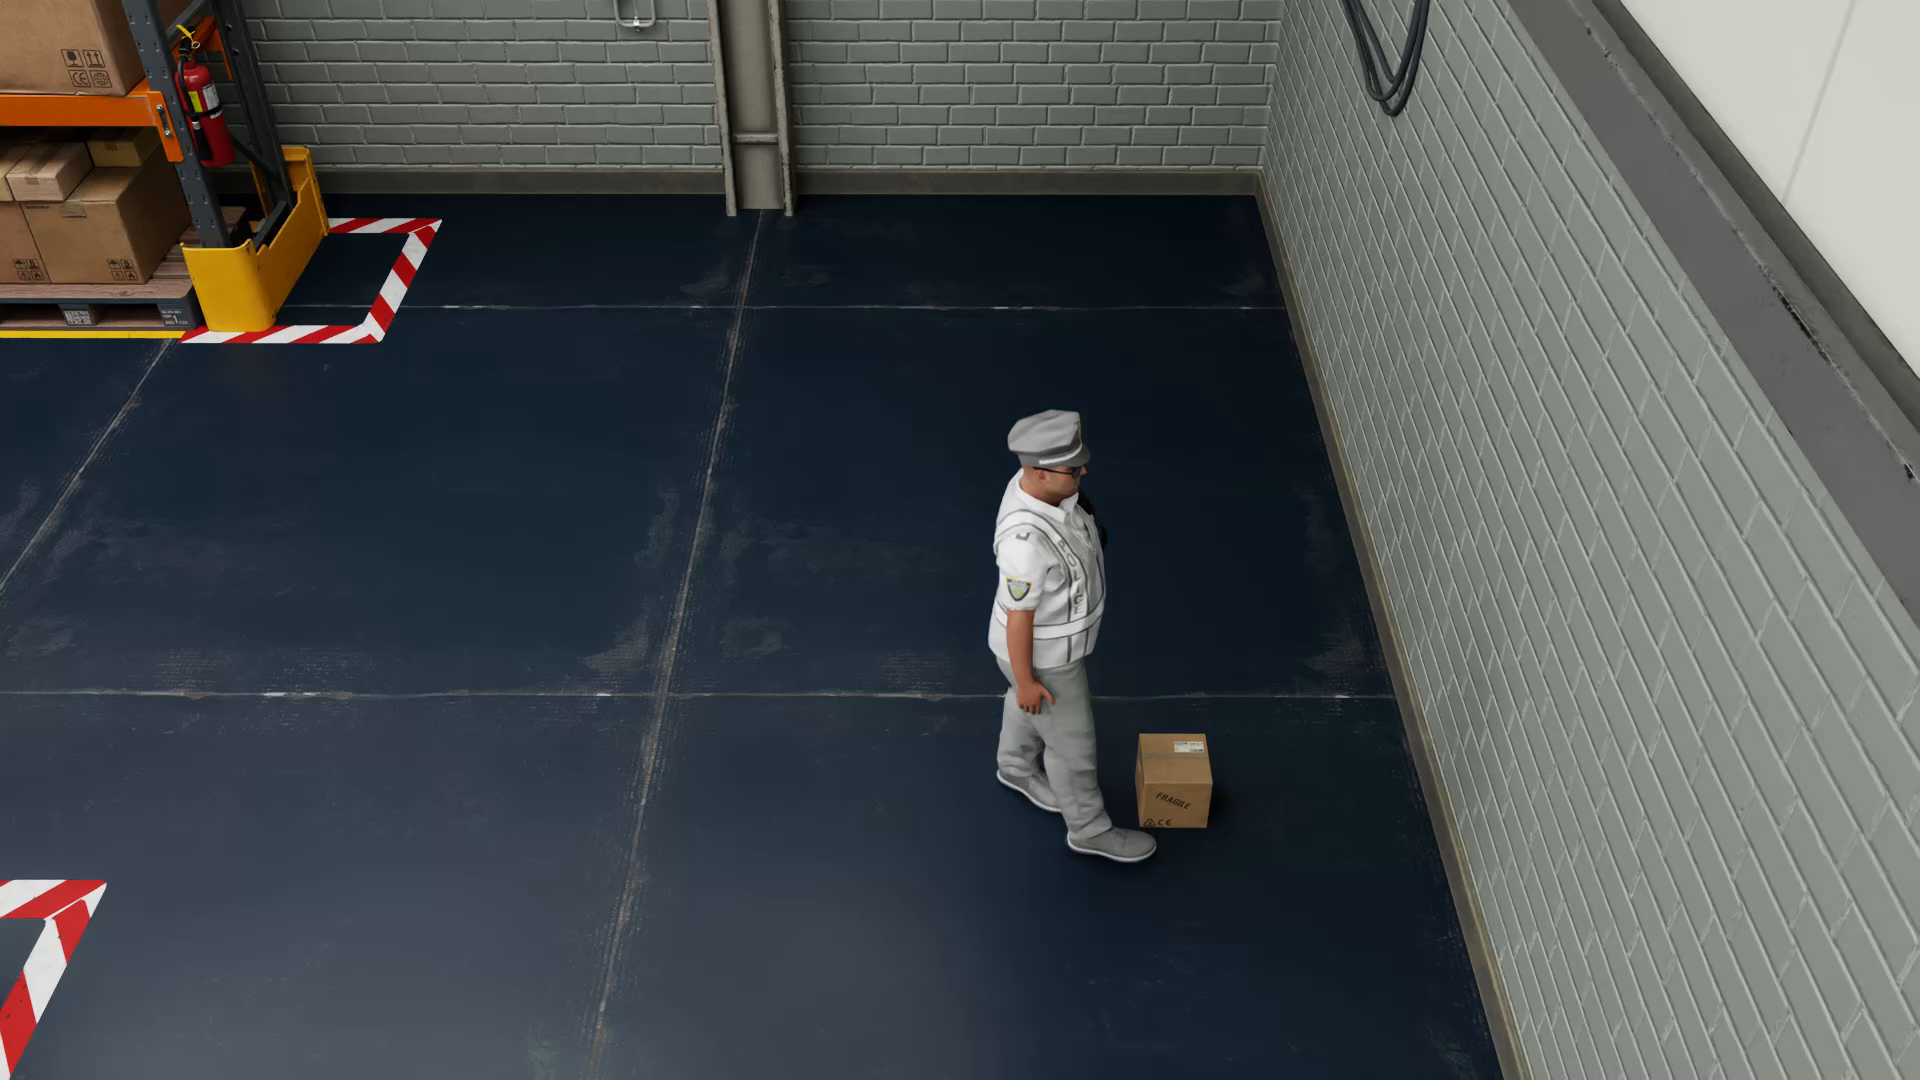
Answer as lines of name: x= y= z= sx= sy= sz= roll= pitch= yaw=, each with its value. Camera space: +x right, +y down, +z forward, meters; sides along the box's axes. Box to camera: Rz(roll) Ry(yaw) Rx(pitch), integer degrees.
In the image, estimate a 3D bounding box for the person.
person: x=0.424 y=0.334 z=5.727 sx=0.655 sy=1.755 sz=0.544 roll=6 pitch=40 yaw=7
